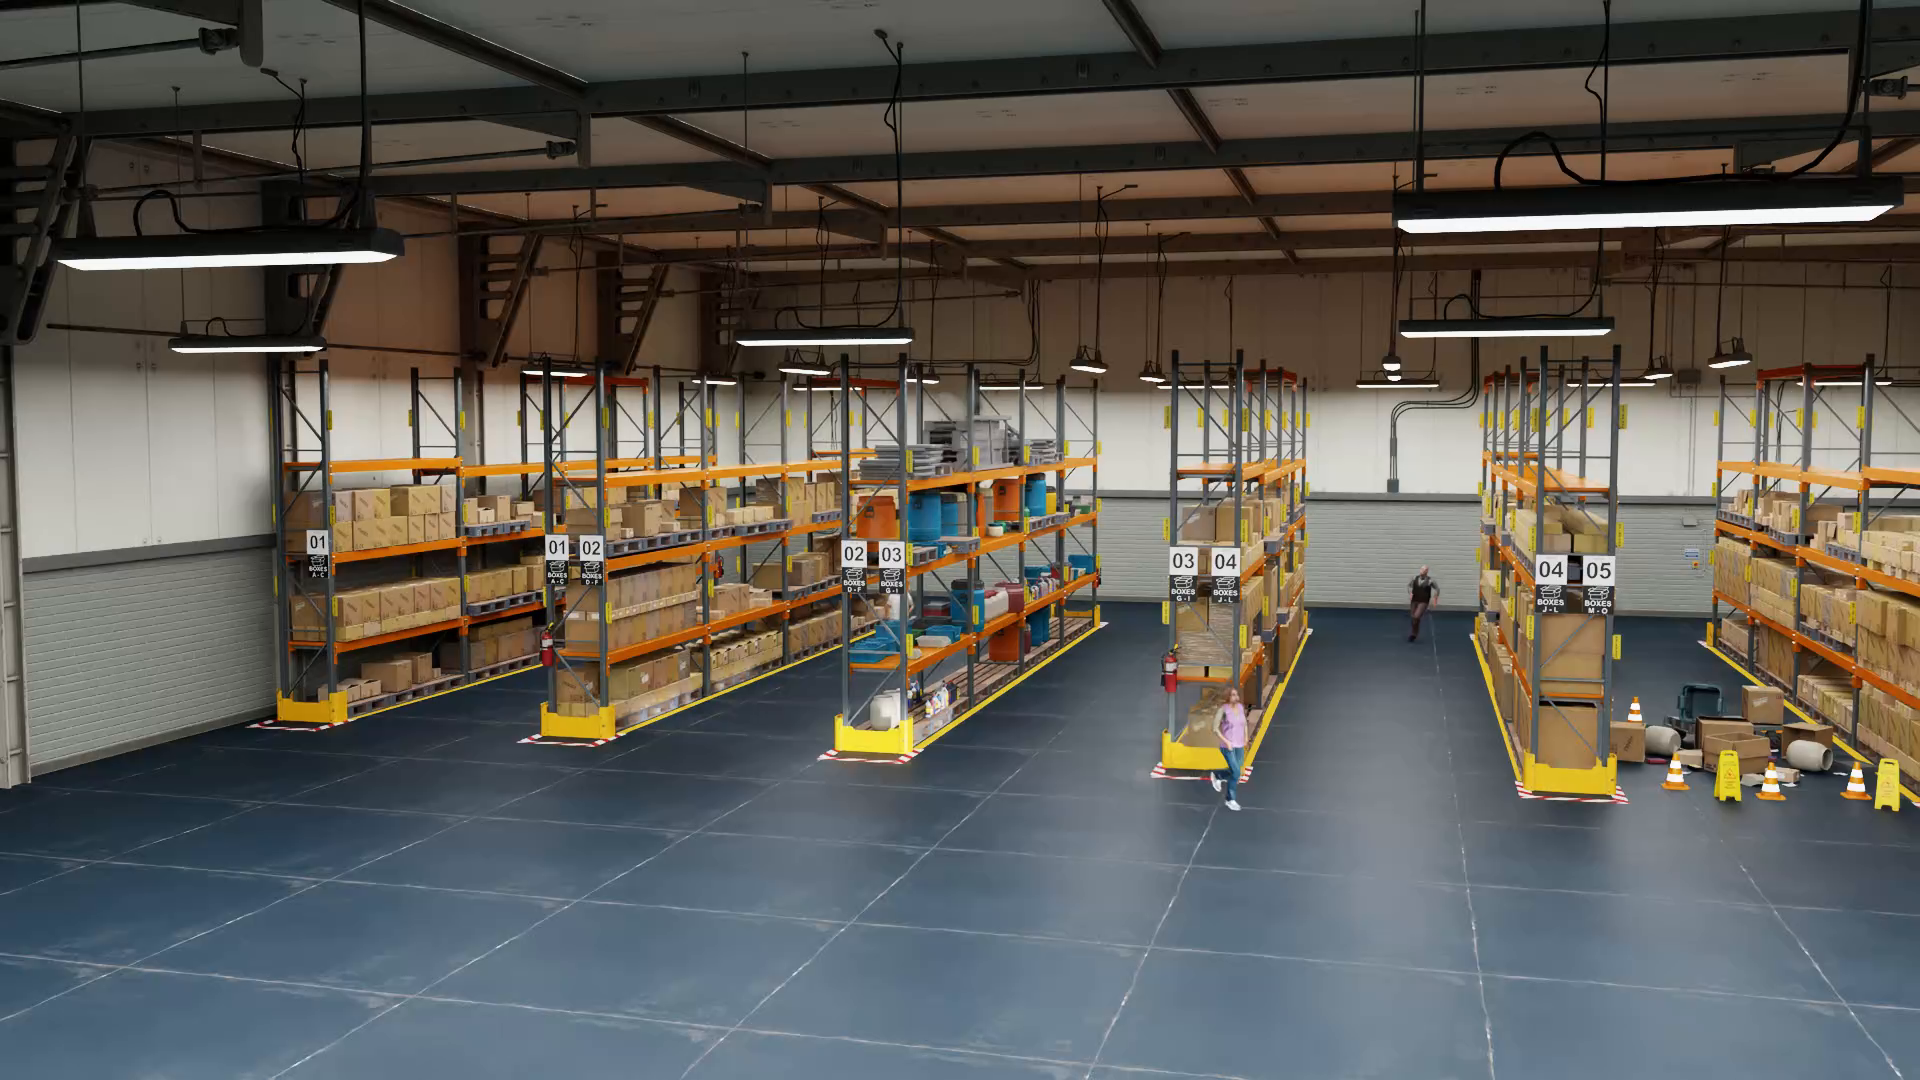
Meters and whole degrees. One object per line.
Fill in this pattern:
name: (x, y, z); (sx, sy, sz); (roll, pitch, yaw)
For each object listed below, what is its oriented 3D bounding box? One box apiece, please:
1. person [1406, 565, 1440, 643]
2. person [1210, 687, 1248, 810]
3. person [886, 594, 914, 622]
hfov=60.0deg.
person: (10.416, 1.442, 37.659); (0.699, 1.730, 0.788); (3, 5, 40)
person: (3.464, 2.676, 21.611); (0.548, 1.588, 0.603); (-2, 5, -30)
person: (-1.274, 1.670, 35.143); (0.607, 1.614, 0.551); (0, 4, 2)
